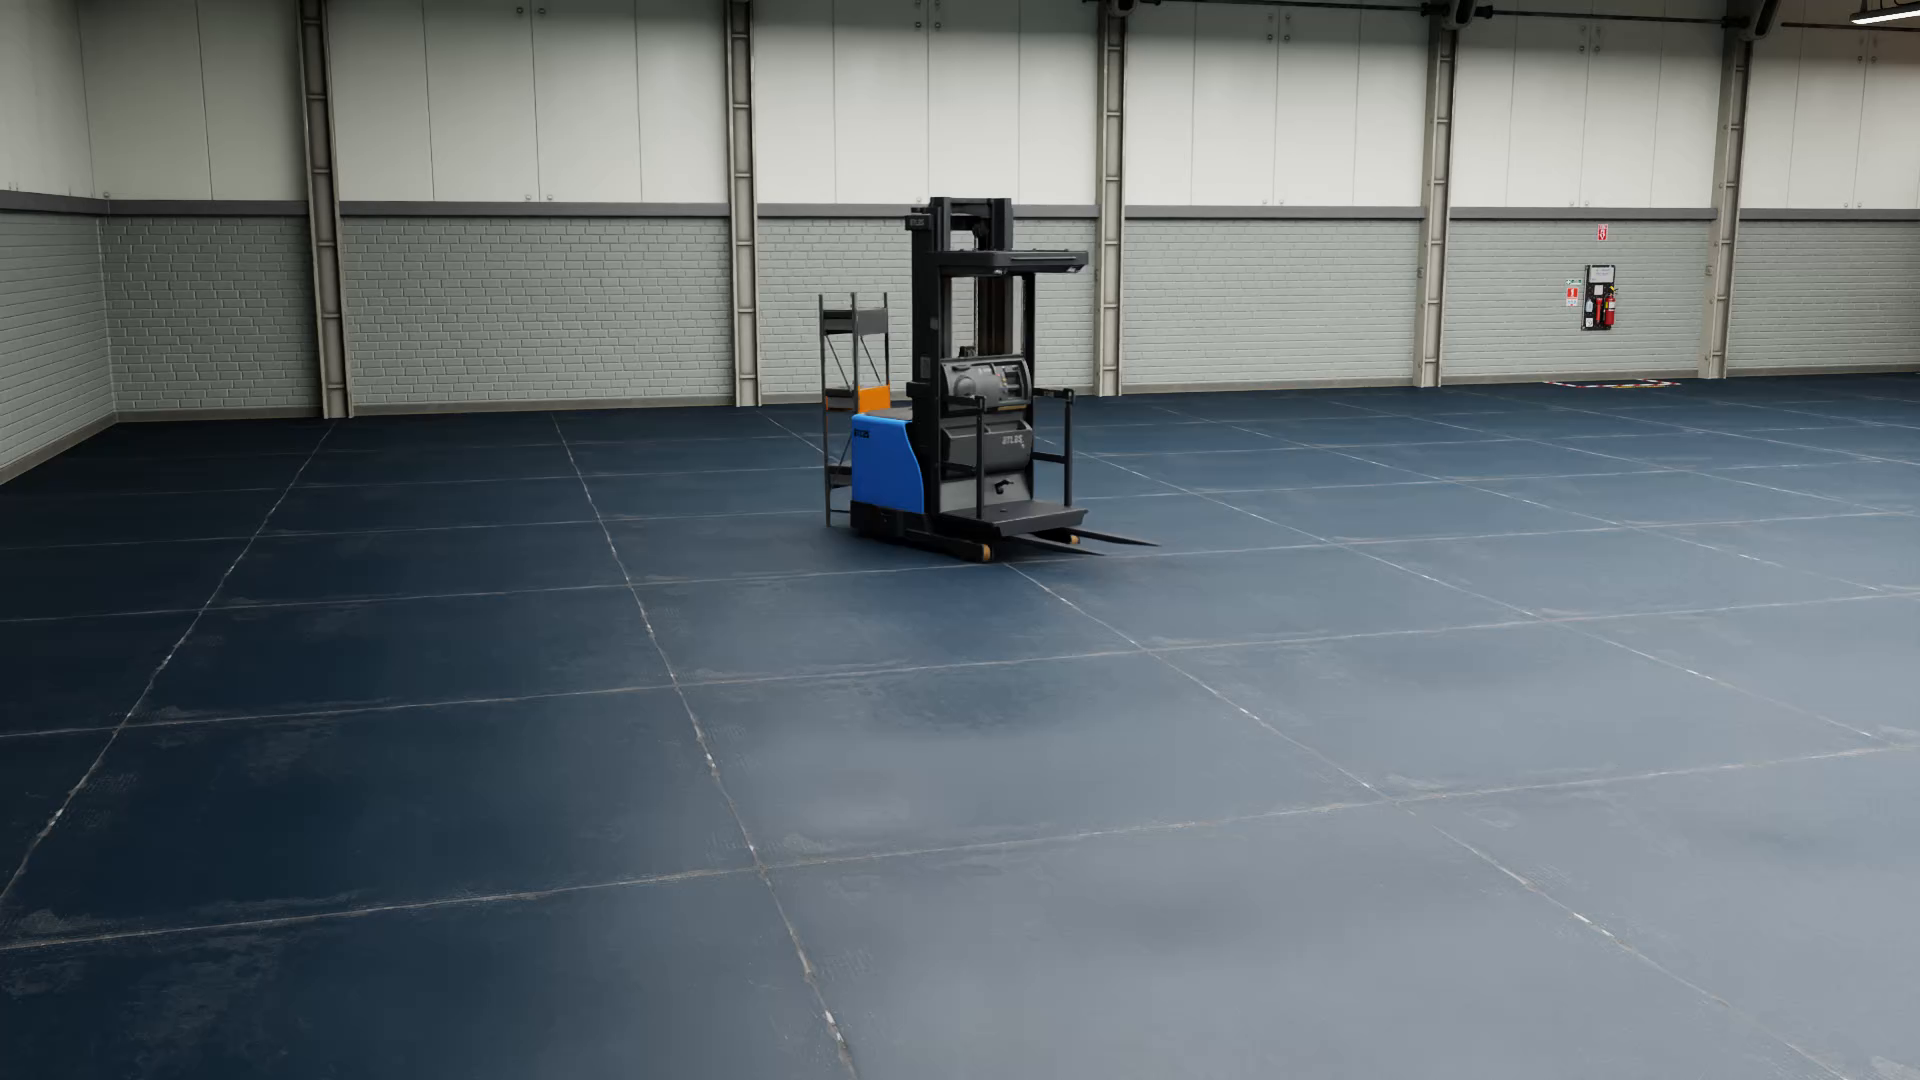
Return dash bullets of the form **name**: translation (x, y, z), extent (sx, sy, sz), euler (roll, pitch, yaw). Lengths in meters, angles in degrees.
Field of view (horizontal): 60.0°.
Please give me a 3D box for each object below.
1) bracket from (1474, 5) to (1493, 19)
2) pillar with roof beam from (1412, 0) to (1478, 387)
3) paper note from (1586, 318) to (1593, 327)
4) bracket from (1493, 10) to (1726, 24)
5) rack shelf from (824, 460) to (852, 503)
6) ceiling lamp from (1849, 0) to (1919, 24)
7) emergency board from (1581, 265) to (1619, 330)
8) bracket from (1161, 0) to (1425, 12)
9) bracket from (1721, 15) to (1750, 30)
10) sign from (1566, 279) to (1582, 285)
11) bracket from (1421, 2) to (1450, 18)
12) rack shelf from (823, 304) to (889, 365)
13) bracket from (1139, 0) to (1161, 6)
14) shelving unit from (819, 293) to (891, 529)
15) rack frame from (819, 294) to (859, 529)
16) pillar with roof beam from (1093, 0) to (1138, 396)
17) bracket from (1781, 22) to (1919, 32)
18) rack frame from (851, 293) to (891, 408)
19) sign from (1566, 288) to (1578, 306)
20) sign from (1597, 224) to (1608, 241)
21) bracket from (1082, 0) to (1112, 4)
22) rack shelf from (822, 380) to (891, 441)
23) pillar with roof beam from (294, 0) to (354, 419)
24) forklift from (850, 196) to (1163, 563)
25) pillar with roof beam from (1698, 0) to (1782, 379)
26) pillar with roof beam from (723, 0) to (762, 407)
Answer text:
- **bracket**: translation (8.700, -8.863, 27.893), extent (0.430, 0.232, 0.235), euler (-3, 11, -16)
- **pillar with roof beam**: translation (9.406, -6.385, 24.375), extent (0.548, 9.000, 9.100), euler (-3, 11, -16)
- **paper note**: translation (11.391, -3.938, 30.086), extent (0.142, 0.148, 0.016), euler (-3, 11, -16)
- **bracket**: translation (11.174, -8.993, 28.601), extent (4.783, 0.066, 0.076), euler (-3, 11, -16)
- **rack shelf**: translation (-0.927, -0.482, 15.274), extent (0.431, 0.518, 0.480), euler (5, 12, 32)
- **ceiling lamp**: translation (13.933, -9.371, 24.471), extent (0.800, 3.185, 2.000), euler (-3, 11, -16)
- **emergency board**: translation (11.580, -4.368, 29.989), extent (0.643, 1.169, 0.194), euler (-3, 11, -16)
- **bracket**: translation (5.413, -8.690, 26.952), extent (4.783, 0.066, 0.076), euler (-3, 11, -16)
- **bracket**: translation (13.664, -9.125, 29.314), extent (0.430, 0.232, 0.235), euler (-3, 11, -16)
- **sign**: translation (11.027, -4.635, 29.877), extent (0.331, 0.109, 0.001), euler (-3, 11, -16)
- **bracket**: translation (7.903, -8.821, 27.665), extent (0.430, 0.232, 0.235), euler (-3, 11, -16)
- **rack shelf**: translation (-0.953, -1.860, 15.028), extent (0.431, 0.518, 0.480), euler (5, 12, 32)
- **bracket**: translation (2.939, -8.559, 26.244), extent (0.430, 0.232, 0.235), euler (-3, 11, -16)
- **shelving unit**: translation (-0.940, -1.184, 15.149), extent (0.431, 2.100, 0.503), euler (5, 12, 32)
- **rack frame**: translation (-1.072, -1.146, 14.947), extent (0.400, 2.100, 0.015), euler (5, 12, 32)
- **pillar with roof beam**: translation (3.645, -6.081, 22.726), extent (0.548, 9.000, 9.100), euler (-3, 11, -16)
- **bracket**: translation (16.935, -9.297, 30.251), extent (4.783, 0.066, 0.076), euler (-3, 11, -16)
- **rack frame**: translation (-0.809, -1.223, 15.350), extent (0.400, 2.100, 0.015), euler (5, 12, 32)
- **sign**: translation (11.020, -4.376, 29.932), extent (0.234, 0.329, 0.001), euler (-3, 11, -16)
- **sign**: translation (11.544, -5.525, 29.871), extent (0.199, 0.298, 0.001), euler (-3, 11, -16)
- **bracket**: translation (2.142, -8.517, 26.016), extent (0.430, 0.232, 0.235), euler (-3, 11, -16)
- **rack shelf**: translation (-0.940, -1.171, 15.151), extent (0.431, 0.518, 0.480), euler (5, 12, 32)
- **pillar with roof beam**: translation (-7.877, -5.474, 19.427), extent (0.400, 9.000, 9.100), euler (-3, 11, -16)
- **forklift**: translation (0.367, -1.353, 13.801), extent (1.130, 2.935, 3.031), euler (-9, 14, -40)
- **pillar with roof beam**: translation (15.167, -6.689, 26.024), extent (0.548, 9.000, 9.100), euler (-3, 11, -16)
- **pillar with roof beam**: translation (-2.116, -5.778, 21.077), extent (0.548, 9.000, 9.100), euler (-3, 11, -16)
